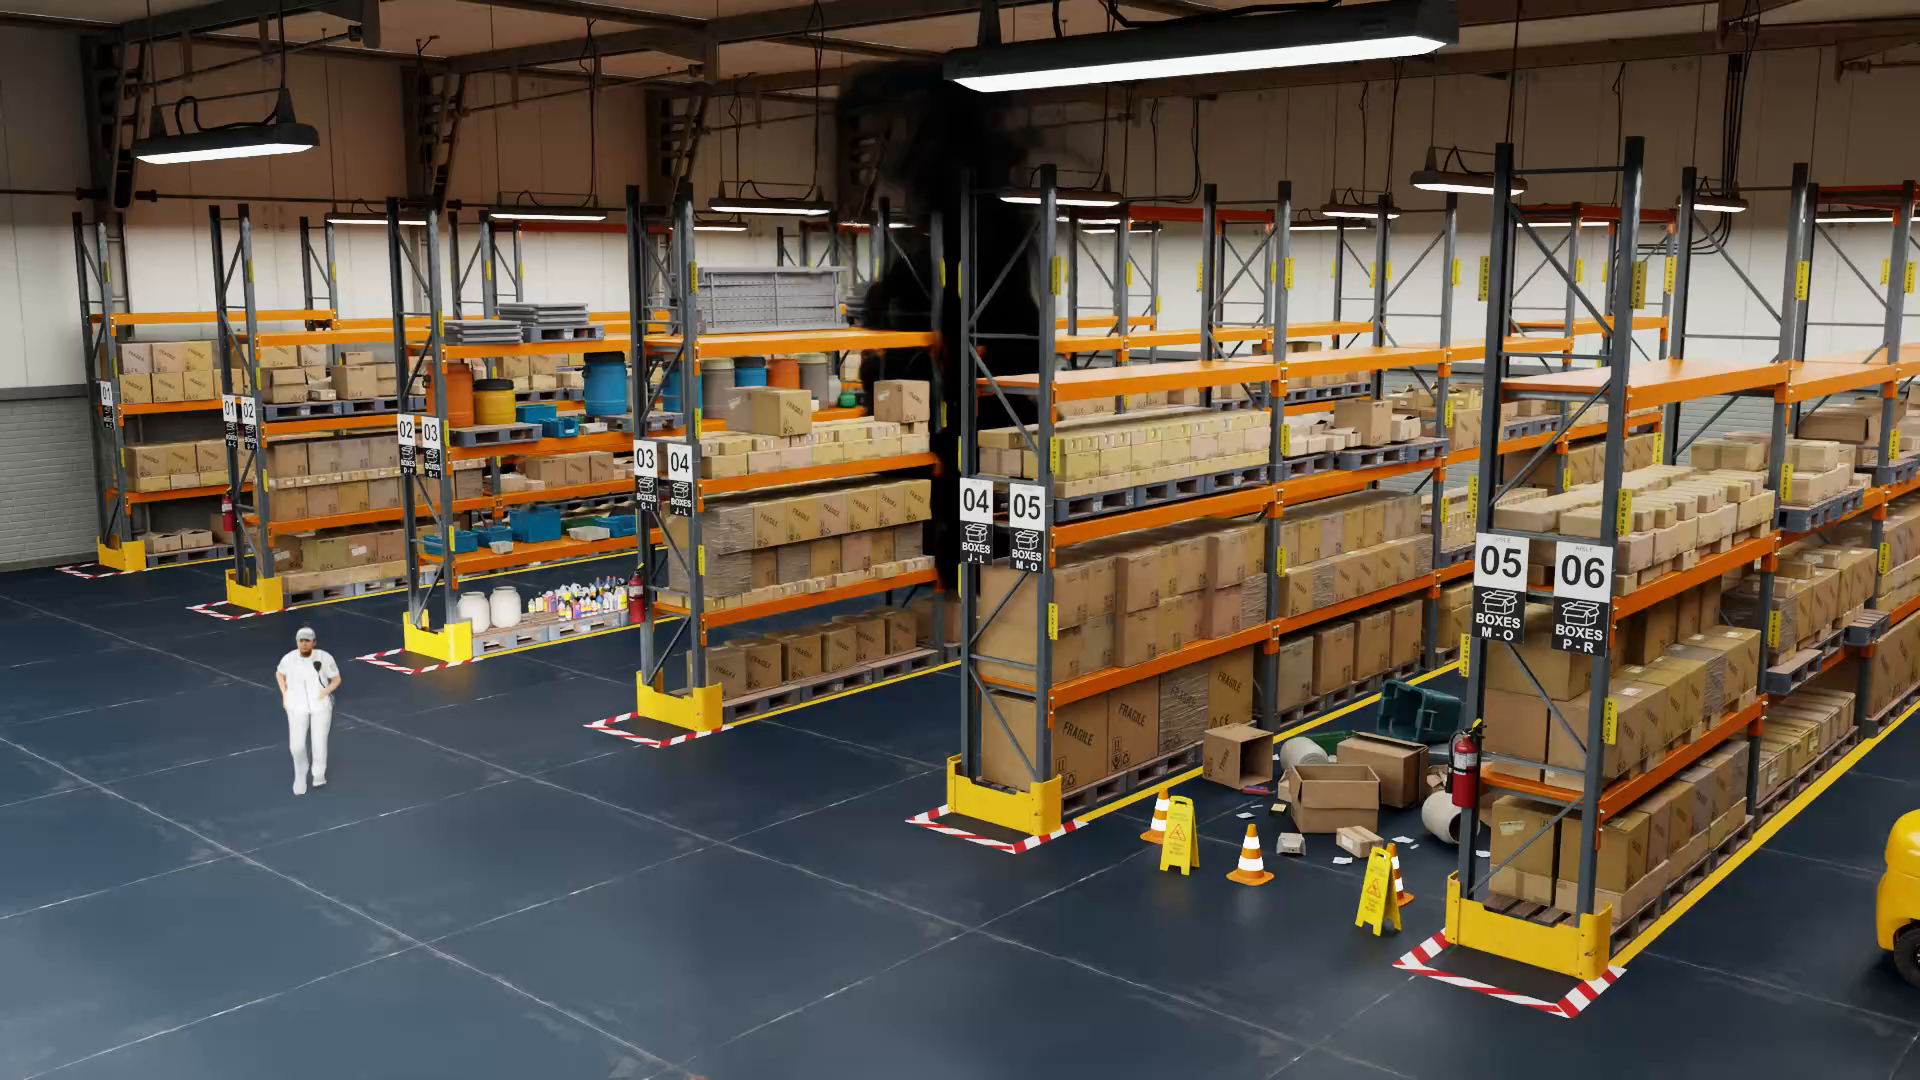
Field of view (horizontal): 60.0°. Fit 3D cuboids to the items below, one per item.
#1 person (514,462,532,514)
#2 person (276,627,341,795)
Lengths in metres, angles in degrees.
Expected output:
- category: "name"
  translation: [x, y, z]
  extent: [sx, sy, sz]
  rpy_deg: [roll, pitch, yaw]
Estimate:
- category: "person"
  translation: [-7.963, -0.643, 30.399]
  extent: [0.538, 1.596, 0.807]
  rpy_deg: [7, 12, 35]
- category: "person"
  translation: [-6.373, 1.677, 16.311]
  extent: [0.600, 1.675, 0.671]
  rpy_deg: [-3, 10, -19]
